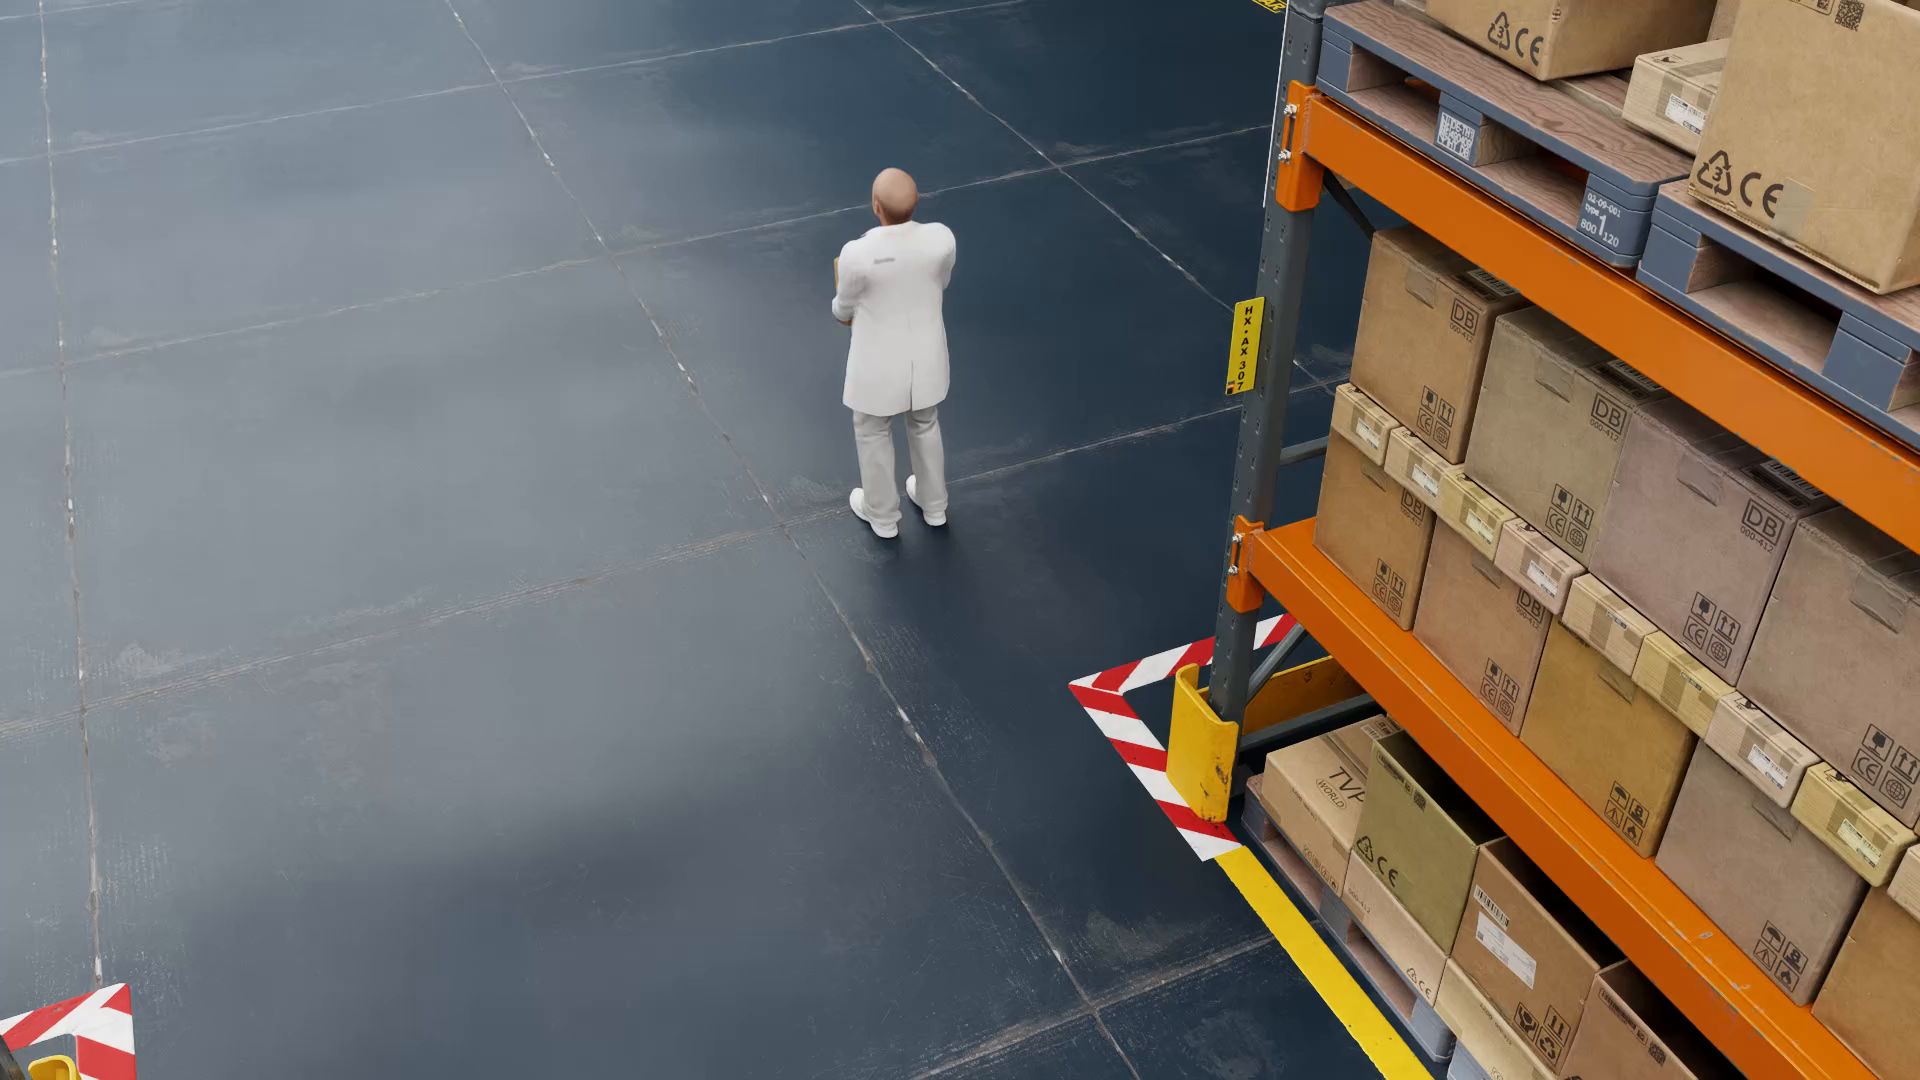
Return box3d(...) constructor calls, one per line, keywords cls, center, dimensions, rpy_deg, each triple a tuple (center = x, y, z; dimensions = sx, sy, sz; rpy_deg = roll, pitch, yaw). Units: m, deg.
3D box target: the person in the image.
box3d(cls="person", center=(-0.318, -0.865, 7.320), dimensions=(0.532, 1.773, 0.554), rpy_deg=(-16, 40, -20))
